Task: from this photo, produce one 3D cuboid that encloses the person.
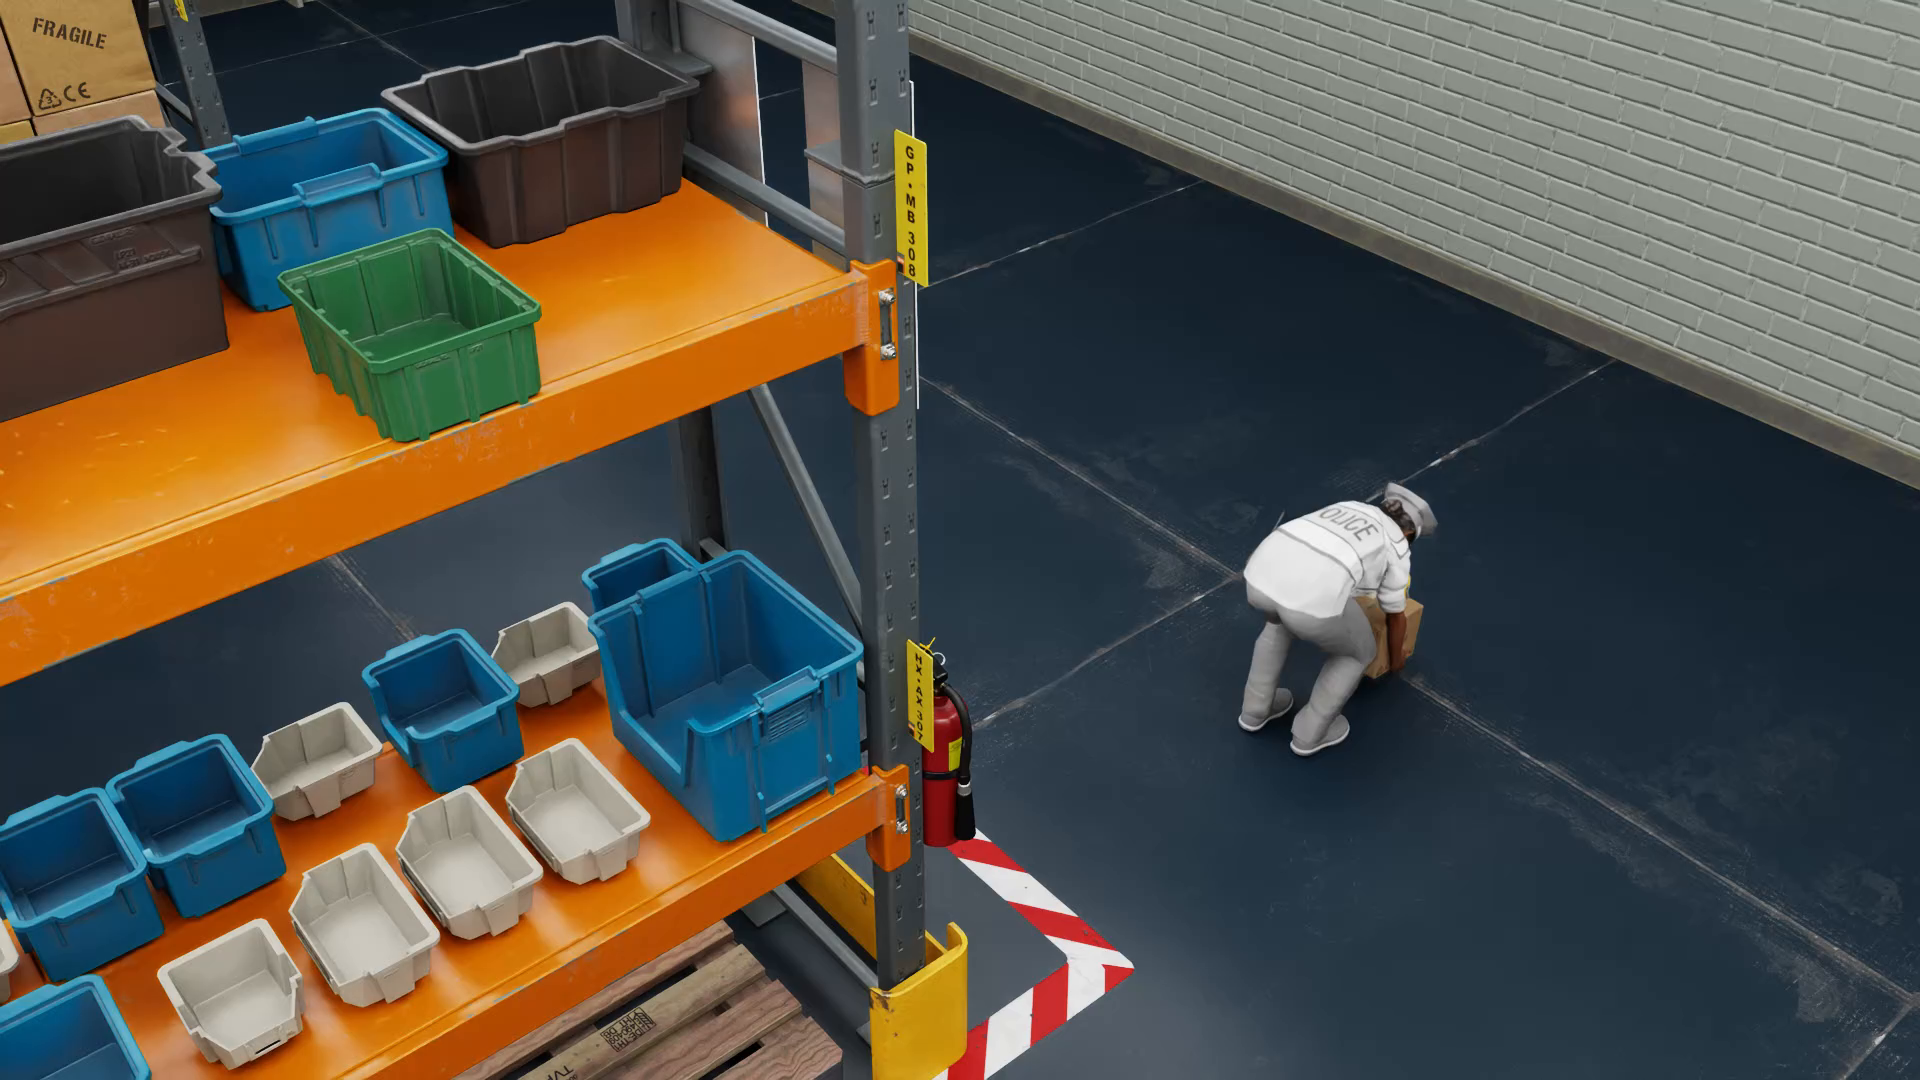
[{"bbox_3d":[1.432,0.278,6.343,0.927,0.987,0.444,-29,45,-33],"label":"person"}]
